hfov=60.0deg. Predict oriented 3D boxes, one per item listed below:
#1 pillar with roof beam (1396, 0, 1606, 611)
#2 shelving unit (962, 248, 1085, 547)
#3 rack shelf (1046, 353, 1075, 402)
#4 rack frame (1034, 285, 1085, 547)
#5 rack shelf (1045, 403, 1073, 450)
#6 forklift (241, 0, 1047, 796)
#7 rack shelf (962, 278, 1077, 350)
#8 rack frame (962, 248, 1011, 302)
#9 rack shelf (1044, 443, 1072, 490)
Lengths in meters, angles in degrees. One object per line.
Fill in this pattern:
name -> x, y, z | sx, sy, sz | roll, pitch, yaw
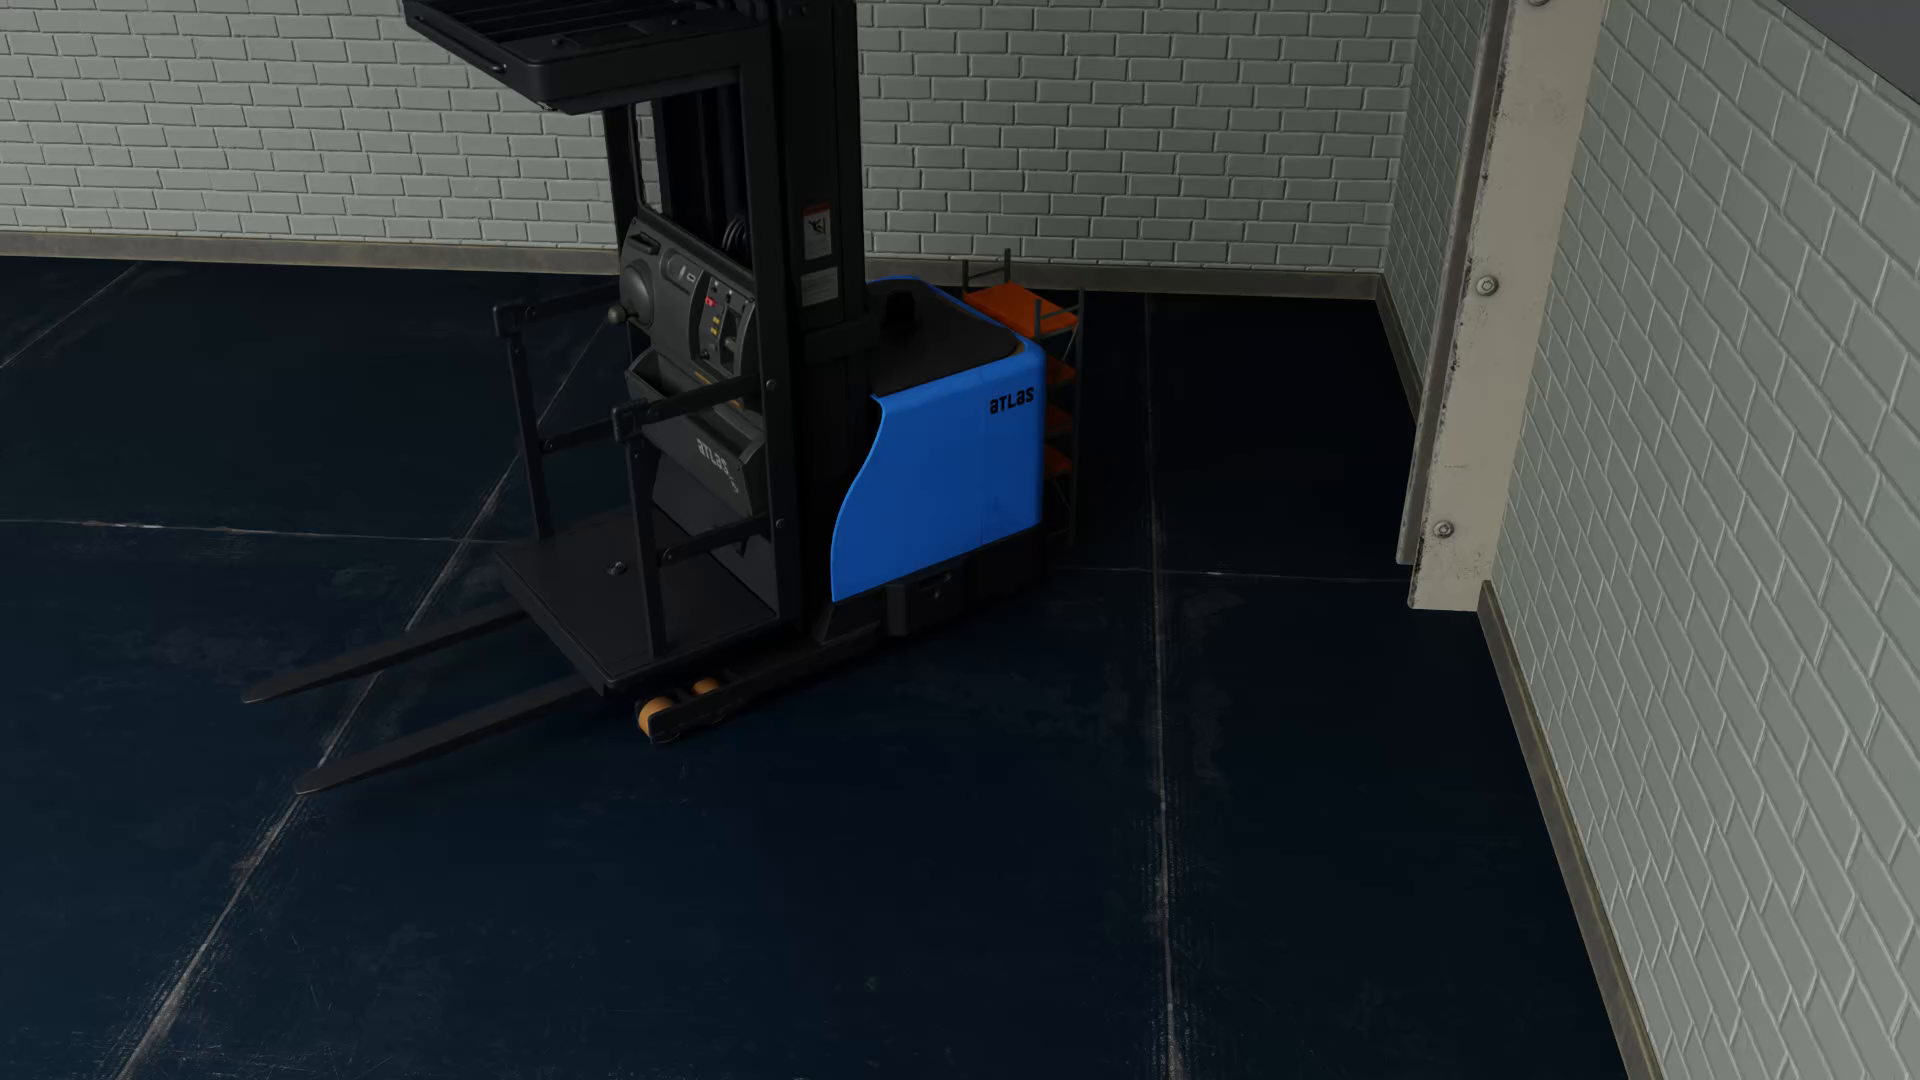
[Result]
pillar with roof beam -> -2.285, -3.833, 4.893 | 9.100, 9.000, 0.400 | 2, 32, 4
shelving unit -> 0.252, -0.566, 7.025 | 0.258, 1.200, 0.503 | -21, 37, -30
rack shelf -> 0.252, -0.699, 6.943 | 0.258, 0.148, 0.480 | -21, 37, -30
rack frame -> 0.394, -0.462, 6.856 | 0.240, 1.200, 0.015 | -21, 37, -30
rack shelf -> 0.252, -0.509, 7.060 | 0.258, 0.148, 0.480 | -21, 37, -30
forklift -> -1.142, -0.825, 5.795 | 3.031, 2.935, 1.130 | -21, 37, -30
rack shelf -> 0.252, -0.901, 6.819 | 0.258, 0.148, 0.480 | -21, 37, -30
rack frame -> 0.110, -0.670, 7.194 | 0.240, 1.200, 0.015 | -21, 37, -30
rack shelf -> 0.252, -0.340, 7.164 | 0.258, 0.148, 0.480 | -21, 37, -30
